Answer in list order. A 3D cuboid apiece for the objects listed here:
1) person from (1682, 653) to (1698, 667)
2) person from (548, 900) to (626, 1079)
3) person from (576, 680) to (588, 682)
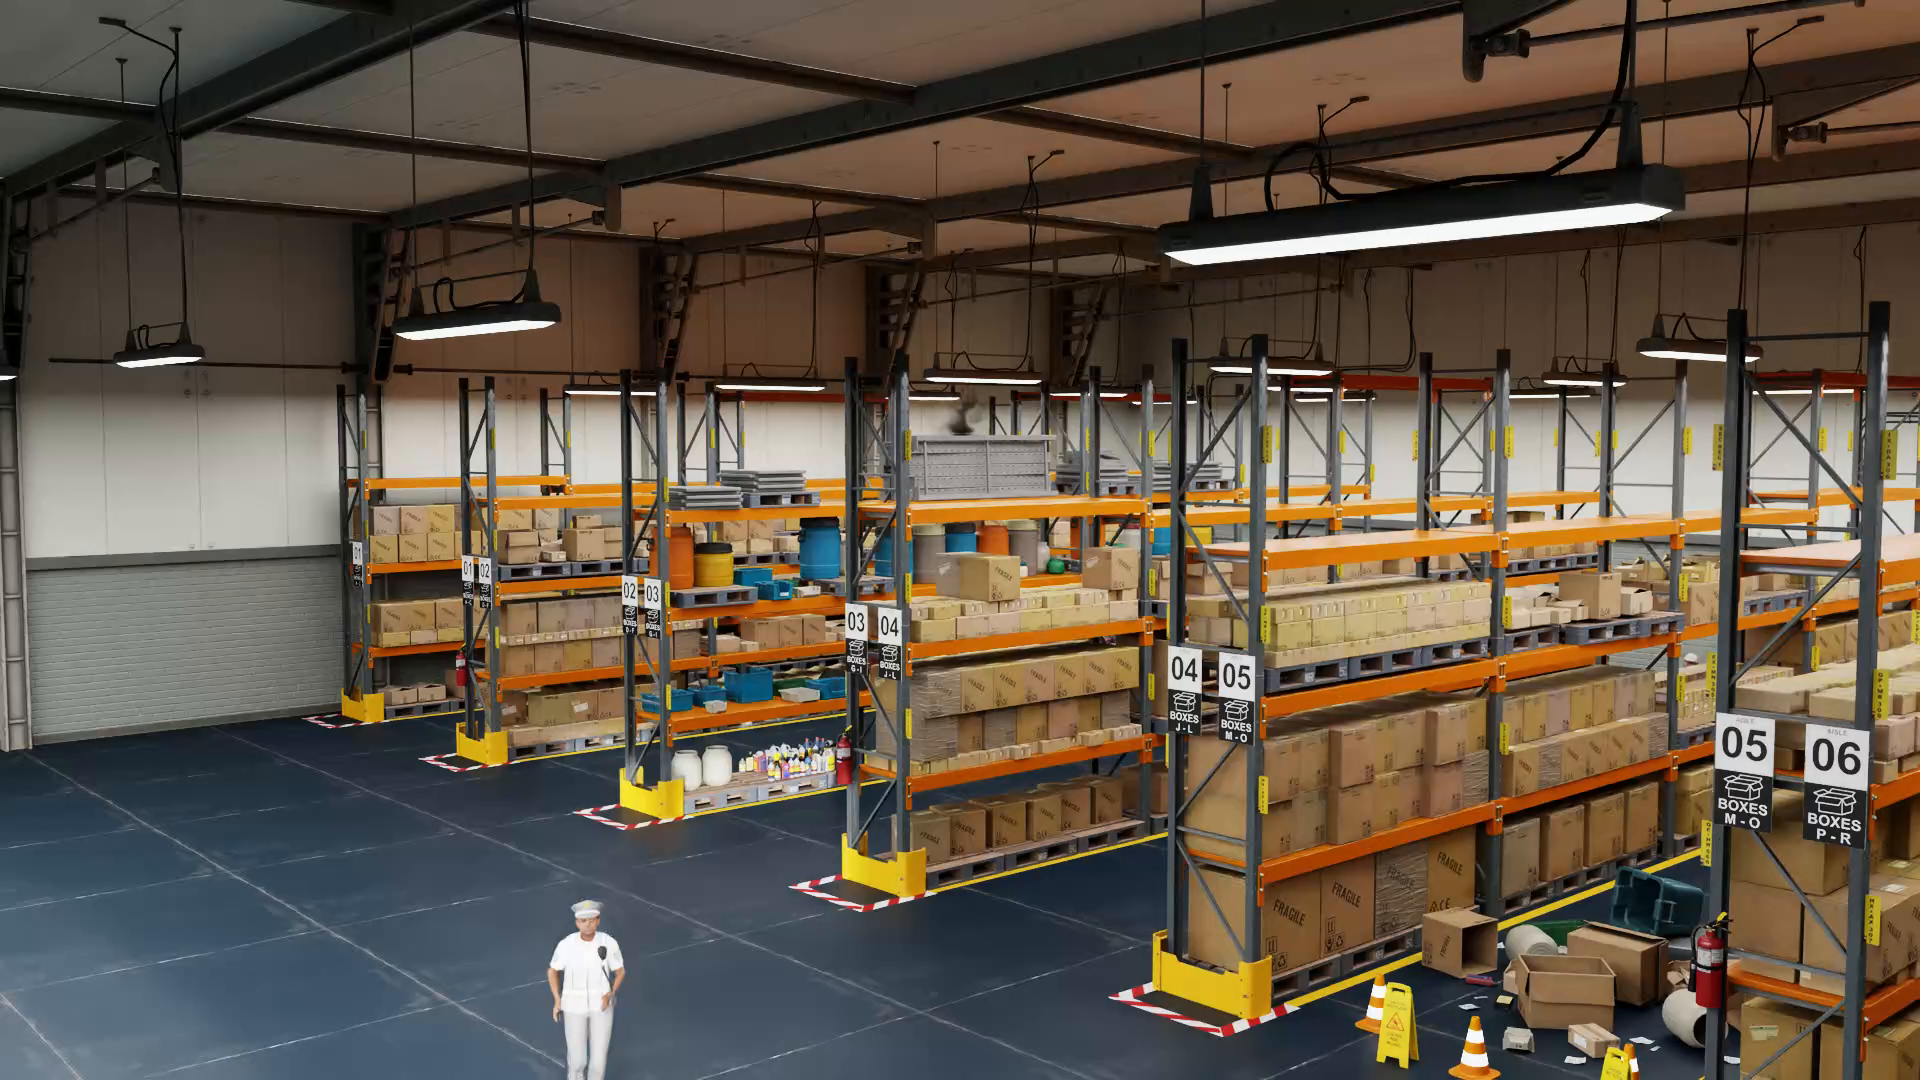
[{"bbox_3d":[11.093,2.630,25.326,0.766,1.825,0.672,-3,5,-42],"label":"person"},{"bbox_3d":[-2.805,3.526,12.536,0.575,1.656,0.560,-1,4,-15],"label":"person"},{"bbox_3d":[-6.648,2.451,29.569,0.542,1.573,0.695,3,5,40],"label":"person"}]
